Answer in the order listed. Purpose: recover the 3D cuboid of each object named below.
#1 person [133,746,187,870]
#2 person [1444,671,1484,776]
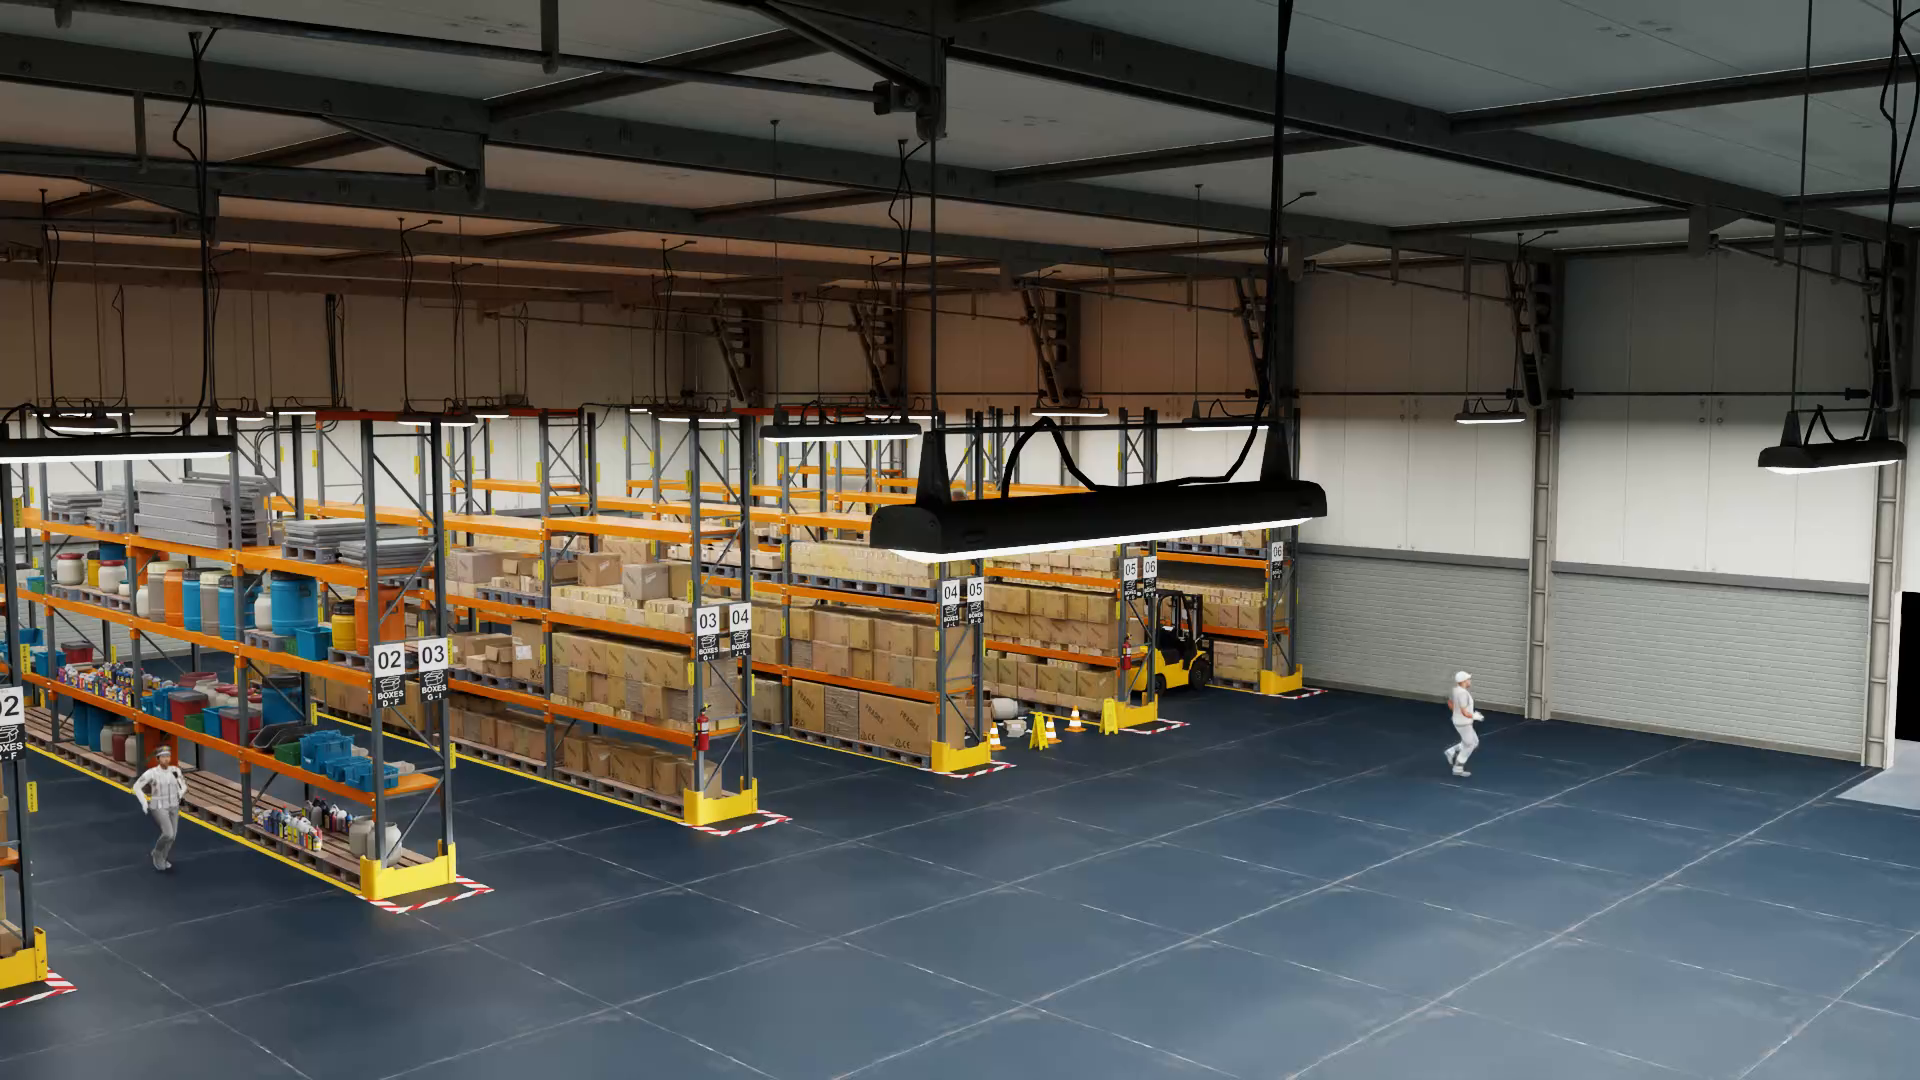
[{"bbox_3d":[-10.488,3.542,21.962,0.624,1.660,0.593,4,6,35],"label":"person"},{"bbox_3d":[8.324,3.034,27.464,0.593,1.742,0.655,1,5,6],"label":"person"}]
